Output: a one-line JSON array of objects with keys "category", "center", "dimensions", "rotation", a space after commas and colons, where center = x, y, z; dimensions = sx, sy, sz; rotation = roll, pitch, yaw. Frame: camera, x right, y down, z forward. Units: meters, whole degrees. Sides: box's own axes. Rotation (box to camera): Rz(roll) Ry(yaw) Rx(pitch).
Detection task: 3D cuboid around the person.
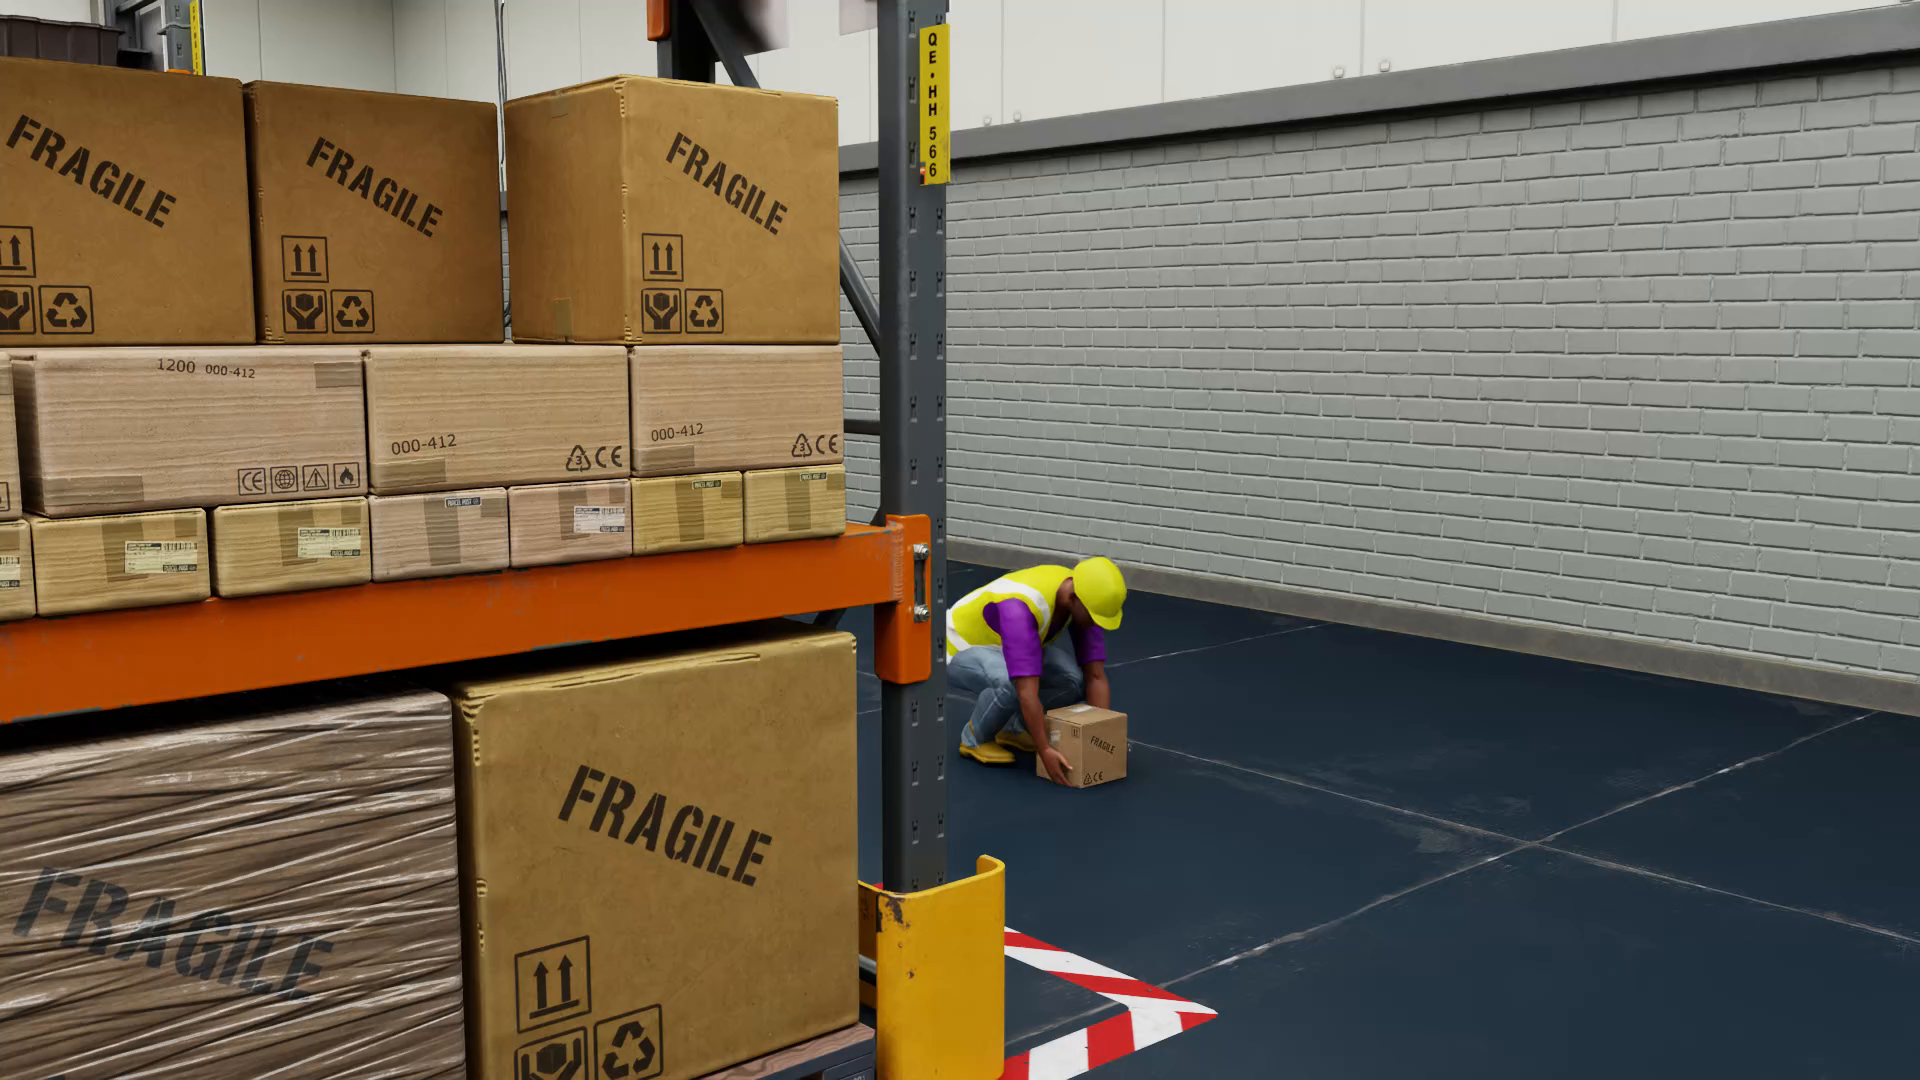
[{"category": "person", "center": [0.292, 0.478, 6.669], "dimensions": [0.549, 0.895, 0.900], "rotation": [-6, 10, -41]}]
